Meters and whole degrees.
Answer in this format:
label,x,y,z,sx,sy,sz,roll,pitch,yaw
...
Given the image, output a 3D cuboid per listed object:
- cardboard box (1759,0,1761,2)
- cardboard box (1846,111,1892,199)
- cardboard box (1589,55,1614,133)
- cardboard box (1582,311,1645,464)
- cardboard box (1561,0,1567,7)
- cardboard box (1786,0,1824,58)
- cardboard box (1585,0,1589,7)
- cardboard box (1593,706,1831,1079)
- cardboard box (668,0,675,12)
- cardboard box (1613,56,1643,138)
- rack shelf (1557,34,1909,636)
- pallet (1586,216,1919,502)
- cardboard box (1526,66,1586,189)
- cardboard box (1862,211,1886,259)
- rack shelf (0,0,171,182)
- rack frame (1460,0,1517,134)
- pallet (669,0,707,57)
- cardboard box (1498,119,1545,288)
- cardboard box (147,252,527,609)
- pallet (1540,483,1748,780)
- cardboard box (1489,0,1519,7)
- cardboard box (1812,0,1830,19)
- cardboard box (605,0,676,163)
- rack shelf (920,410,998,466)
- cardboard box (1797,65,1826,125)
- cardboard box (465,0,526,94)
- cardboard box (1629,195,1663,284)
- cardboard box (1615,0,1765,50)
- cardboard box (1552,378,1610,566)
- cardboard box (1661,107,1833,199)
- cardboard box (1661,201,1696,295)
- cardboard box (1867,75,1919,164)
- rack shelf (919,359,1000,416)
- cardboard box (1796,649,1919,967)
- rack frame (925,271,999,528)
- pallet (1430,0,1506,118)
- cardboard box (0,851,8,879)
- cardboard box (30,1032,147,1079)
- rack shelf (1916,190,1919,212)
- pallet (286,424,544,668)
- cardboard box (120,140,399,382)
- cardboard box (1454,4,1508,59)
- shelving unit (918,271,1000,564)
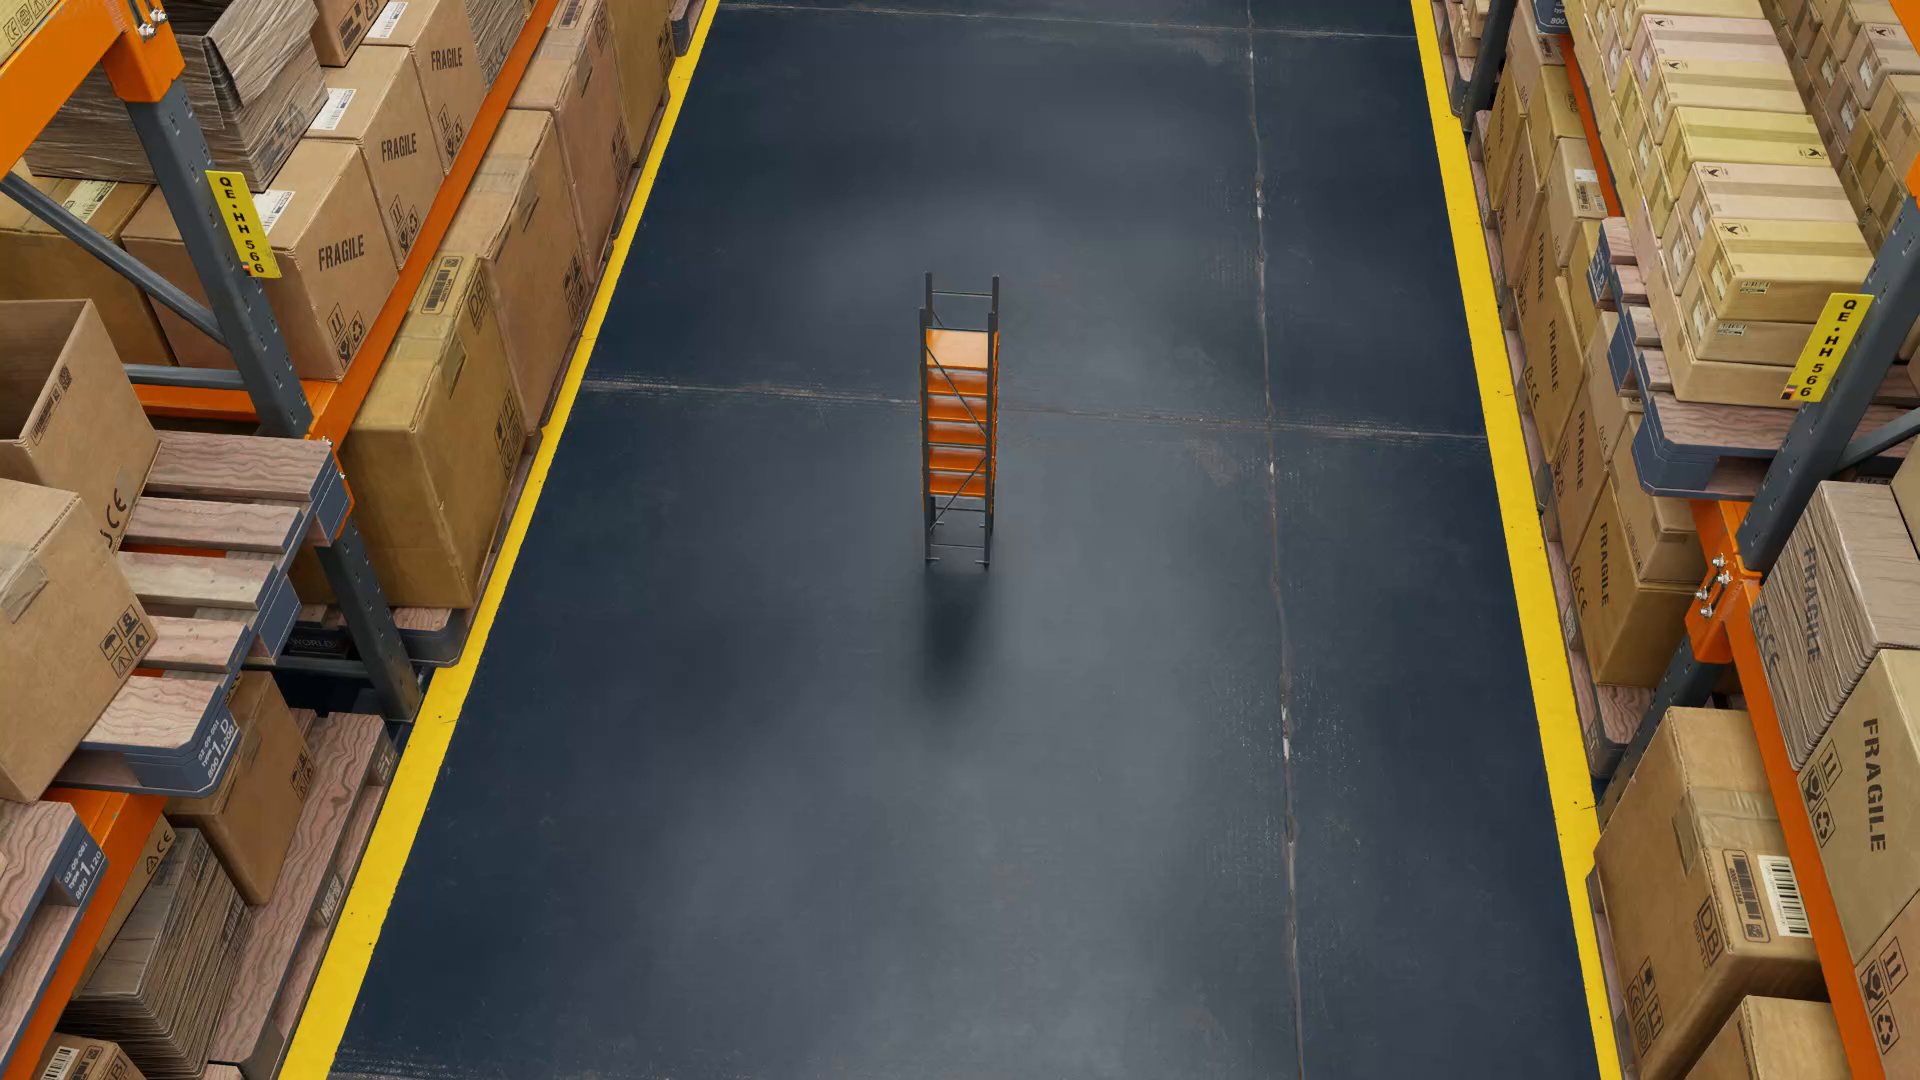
label,x,y,z,sx,sy,sz,roll,pitch,yaw
cardboard box,3.008,-1.982,5.915,0.380,0.149,0.250,2,48,2
cardboard box,2.883,-1.134,4.938,0.380,0.149,0.250,4,48,4
cardboard box,2.282,-1.446,5.425,0.380,0.149,0.250,5,48,5
cardboard box,2.409,-0.497,5.573,0.500,0.250,0.500,4,48,4
cardboard box,2.350,-2.032,5.962,0.380,0.149,0.250,2,48,2
cardboard box,2.953,-1.698,5.454,0.380,0.149,0.250,5,48,5
cardboard box,2.329,-1.927,5.664,0.380,0.149,0.250,3,48,3
cardboard box,2.427,1.005,4.538,1.050,0.750,0.750,3,48,3
cardboard box,-1.853,-3.305,8.395,0.875,0.875,0.875,4,48,4
cardboard box,2.256,-1.361,5.146,0.380,0.149,0.250,4,48,3
rack shelf,2.755,-1.280,5.876,1.077,0.370,4.000,4,48,4
pallet,2.531,-0.520,4.822,1.213,0.211,1.003,4,48,4
cardboard box,2.561,-1.627,6.607,0.500,0.250,0.500,5,48,5
cardboard box,2.863,-0.821,4.854,0.380,0.149,0.250,6,48,5
rack shelf,-2.540,0.239,2.454,1.077,0.370,4.000,4,48,4
rack frame,2.937,-2.993,6.955,1.000,3.000,0.127,4,48,4
pallet,-1.846,-3.013,8.863,1.003,0.211,1.213,4,48,4
cardboard box,2.559,-1.377,6.886,0.500,0.500,0.500,6,48,5
cardboard box,-2.274,-0.392,5.731,1.225,0.875,0.875,2,48,2
pallet,2.645,0.313,5.820,1.003,0.211,1.213,4,48,4
cardboard box,2.710,-2.652,7.887,0.380,0.149,0.250,5,48,5
cardboard box,2.952,-1.787,5.334,0.380,0.149,0.250,3,48,3
cardboard box,-2.031,-2.354,7.525,1.225,0.875,0.875,4,48,4
rack shelf,-0.001,-0.364,5.830,0.258,0.103,0.180,4,48,4
cardboard box,2.933,-1.400,5.383,0.380,0.149,0.250,4,48,4
cardboard box,-1.907,-1.957,5.939,0.500,0.500,0.500,4,48,4
cardboard box,2.207,-0.875,4.903,0.380,0.149,0.250,5,48,4
cardboard box,2.281,-1.652,5.211,0.380,0.149,0.250,6,48,5
cardboard box,2.423,-0.234,5.841,0.500,0.500,0.500,6,48,5
cardboard box,2.210,-1.079,4.687,0.380,0.149,0.250,5,48,5
cardboard box,2.187,-0.801,4.634,0.380,0.149,0.250,5,48,5
cardboard box,2.881,-1.210,4.806,0.380,0.149,0.250,2,48,2
rack shelf,-0.001,-0.526,5.653,0.258,0.103,0.180,4,48,4
cardboard box,2.219,0.598,3.602,0.500,0.500,0.500,3,48,3
rack frame,0.007,-0.462,5.859,0.240,1.200,0.006,4,48,4
pallet,2.963,-2.548,8.437,1.003,0.211,1.213,4,48,4
cardboard box,-2.241,0.686,3.396,0.396,0.266,0.258,3,48,2
cardboard box,-2.481,1.553,4.193,0.700,0.500,0.500,7,48,7
rack shelf,2.390,0.647,2.081,1.077,0.370,4.000,4,48,4
pallet,-2.211,-0.094,6.193,1.003,0.211,1.213,4,48,4
cardboard box,-2.042,-0.834,4.912,0.500,0.500,0.500,5,48,5
cardboard box,2.634,-2.484,8.136,0.380,0.149,0.250,4,48,4
shelving unit,-0.001,-0.394,5.798,0.258,1.200,0.189,4,48,4
